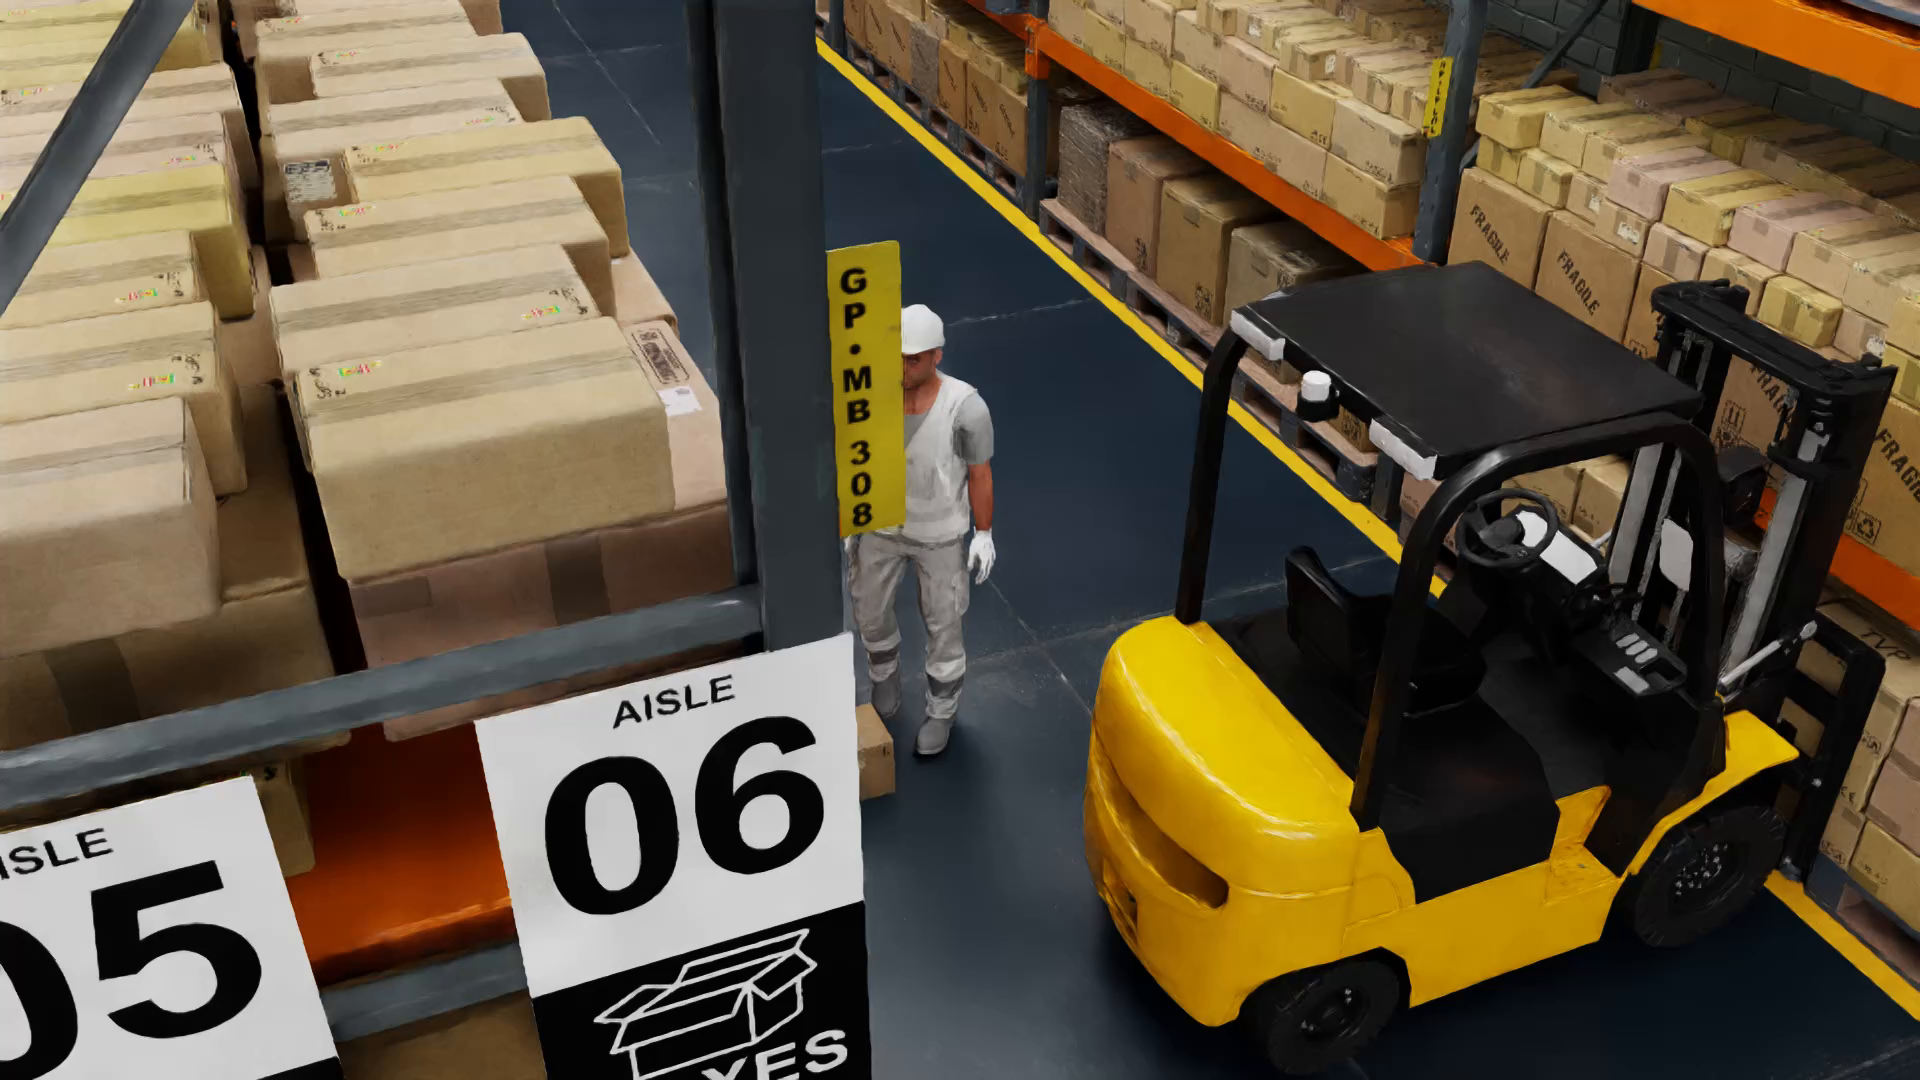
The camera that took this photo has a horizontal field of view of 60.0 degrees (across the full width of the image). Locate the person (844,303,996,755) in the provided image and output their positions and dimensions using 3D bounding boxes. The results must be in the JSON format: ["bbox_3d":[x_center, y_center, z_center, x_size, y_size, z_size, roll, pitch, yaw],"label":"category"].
[{"bbox_3d":[-0.151,-0.025,6.151,0.579,1.812,0.464,11,35,17],"label":"person"}]
